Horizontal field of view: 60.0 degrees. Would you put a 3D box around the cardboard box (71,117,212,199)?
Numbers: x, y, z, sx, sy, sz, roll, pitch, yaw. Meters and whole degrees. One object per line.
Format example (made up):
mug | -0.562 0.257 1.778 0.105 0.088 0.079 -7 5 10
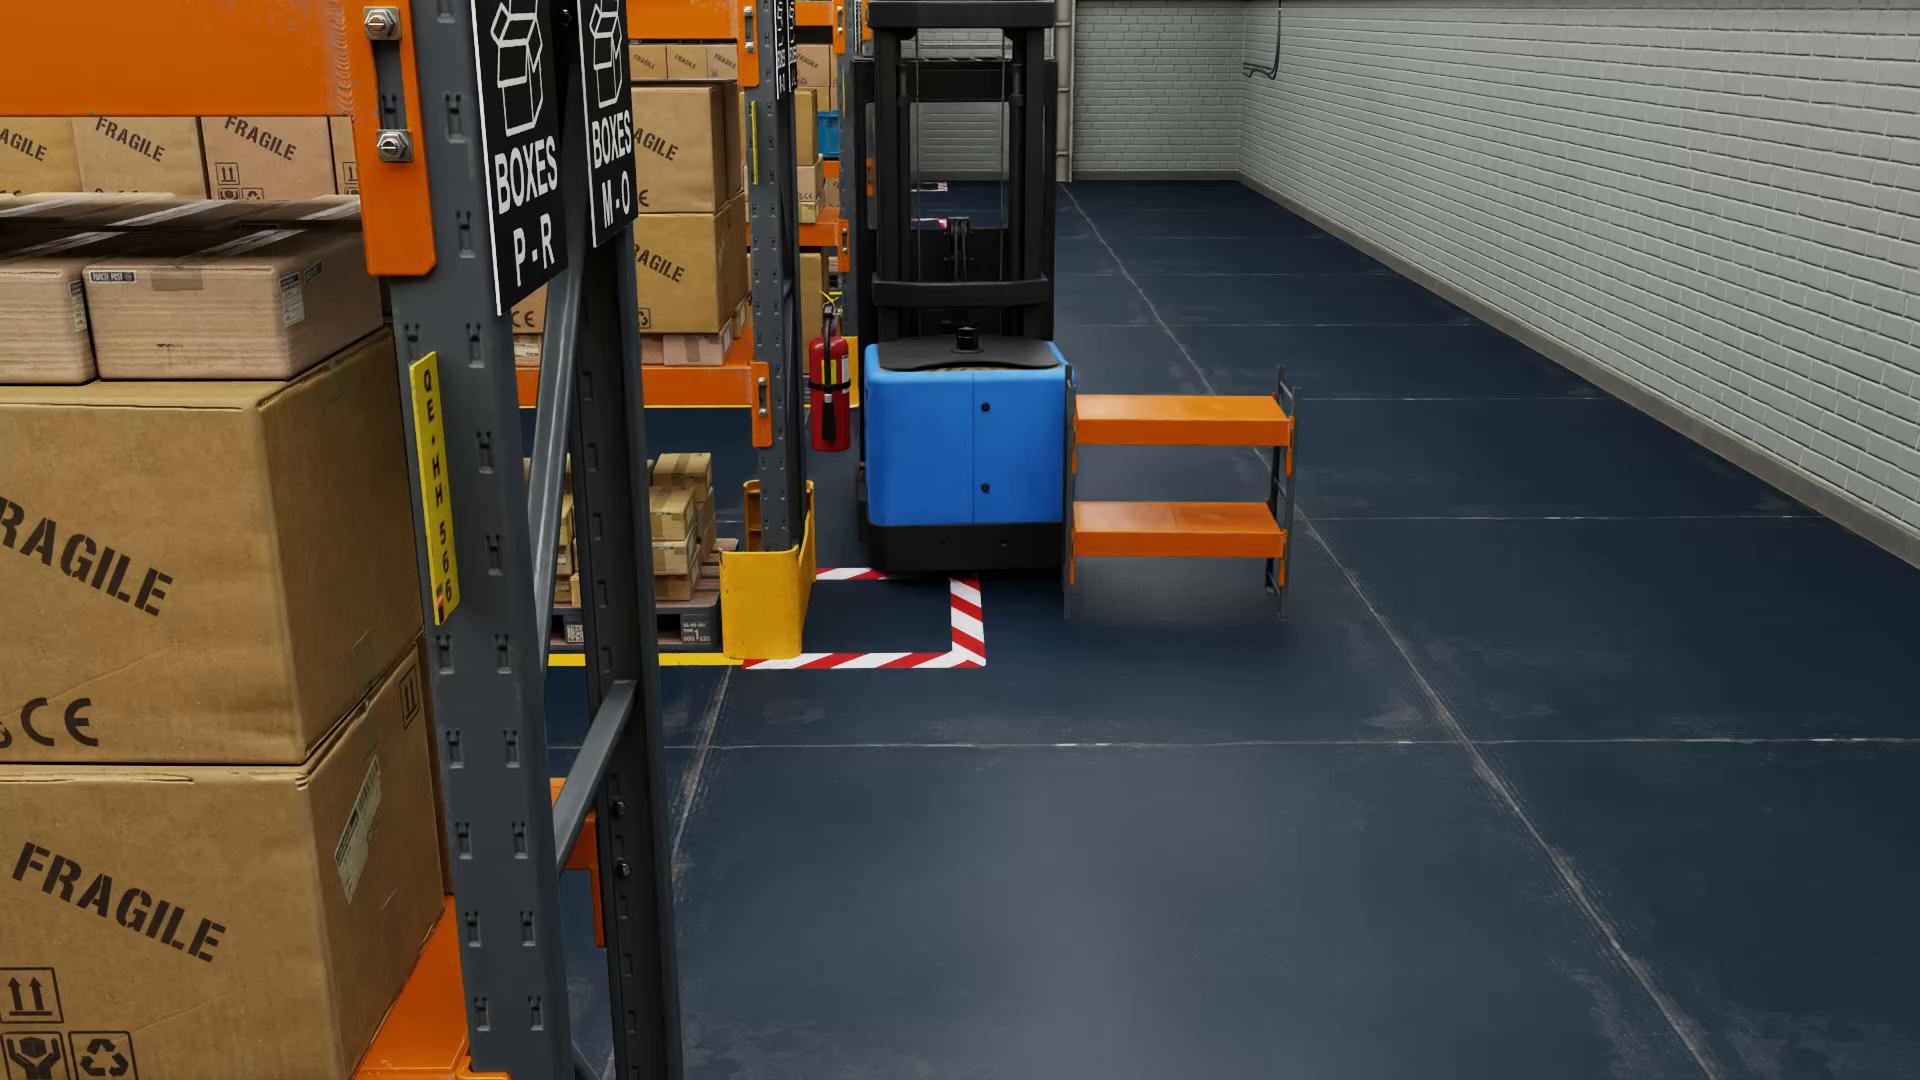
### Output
cardboard box | -3.341 -1.650 6.992 0.500 0.500 0.500 0 18 0

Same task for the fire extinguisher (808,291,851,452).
fire extinguisher | -0.560 -0.722 7.124 0.183 0.674 0.296 0 18 -1

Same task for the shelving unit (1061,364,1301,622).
shelving unit | 1.023 -0.230 7.923 1.048 1.125 0.538 0 18 2

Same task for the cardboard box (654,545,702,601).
cardboard box | -1.342 0.148 7.656 0.250 0.149 0.380 0 18 0

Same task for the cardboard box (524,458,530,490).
cardboard box | -2.123 -0.276 8.004 0.250 0.149 0.380 -1 18 -4

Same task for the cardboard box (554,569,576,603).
cardboard box | -1.863 0.155 7.633 0.250 0.149 0.380 0 18 -1

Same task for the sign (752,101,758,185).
sign | -0.830 -1.608 6.737 0.005 0.325 0.100 0 18 -1

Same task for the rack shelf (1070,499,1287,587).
rack shelf | 1.023 0.003 7.997 1.000 0.278 0.538 0 18 2

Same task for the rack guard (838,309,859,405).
rack guard | -0.772 -1.401 12.597 0.348 0.500 1.175 0 18 -1

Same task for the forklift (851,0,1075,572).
forklift | -0.044 -1.638 9.357 1.130 2.935 3.031 -1 18 -4

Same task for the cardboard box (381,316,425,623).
cardboard box | -1.124 -0.173 2.875 0.500 0.500 0.500 -1 18 -2

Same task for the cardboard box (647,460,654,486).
cardboard box | -1.622 -0.265 7.968 0.250 0.149 0.380 0 18 0

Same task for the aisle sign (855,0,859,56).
aisle sign | -0.720 -3.738 11.533 0.004 0.787 0.394 0 18 -1

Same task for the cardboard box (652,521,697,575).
cardboard box | -1.342 0.030 7.537 0.250 0.149 0.380 -1 18 -2

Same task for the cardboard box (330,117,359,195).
cardboard box | -2.299 -1.655 7.010 0.500 0.500 0.500 1 18 2

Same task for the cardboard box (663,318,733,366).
cardboard box | -1.141 -0.868 7.255 0.250 0.149 0.380 0 18 -1

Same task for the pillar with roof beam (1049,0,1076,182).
pillar with roof beam | 1.723 -8.949 22.212 0.400 9.000 9.100 0 18 -1

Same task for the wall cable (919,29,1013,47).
wall cable | 0.235 -7.909 27.127 1.851 1.984 0.084 0 18 -1

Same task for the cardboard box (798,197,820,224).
cardboard box | -1.147 -2.369 11.934 0.250 0.149 0.380 0 18 0

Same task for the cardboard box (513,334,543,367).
cardboard box | -1.895 -0.864 7.243 0.250 0.149 0.380 0 18 1

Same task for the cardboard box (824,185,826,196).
cardboard box | -1.997 -4.599 22.254 0.500 0.250 0.500 0 18 -1

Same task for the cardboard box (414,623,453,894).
cardboard box | -1.124 0.302 3.030 0.500 0.500 0.500 0 18 -1

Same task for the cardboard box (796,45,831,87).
cardboard box | -1.895 -6.052 21.202 0.500 0.500 0.500 0 18 1

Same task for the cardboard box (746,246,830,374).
cardboard box | -1.435 -1.752 12.389 0.875 0.875 0.875 0 18 -1

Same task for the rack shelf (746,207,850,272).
rack shelf | -2.796 -2.239 12.294 4.000 0.370 1.077 0 18 -1

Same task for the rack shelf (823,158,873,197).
rack shelf | -2.874 -3.752 17.010 4.000 0.370 1.077 0 18 -1

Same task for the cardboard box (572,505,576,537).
cardboard box | -1.596 -0.138 7.573 0.250 0.149 0.380 0 18 0

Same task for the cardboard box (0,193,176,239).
cardboard box | -1.522 -0.491 2.804 0.250 0.149 0.380 0 18 1

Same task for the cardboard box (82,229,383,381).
cardboard box | -0.995 -0.334 2.316 0.250 0.149 0.380 0 18 0

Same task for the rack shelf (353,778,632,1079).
rack shelf | -2.640 0.788 2.859 4.000 0.370 1.077 0 18 -1

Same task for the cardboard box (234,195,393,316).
cardboard box | -0.999 -0.480 2.771 0.250 0.149 0.380 0 18 0

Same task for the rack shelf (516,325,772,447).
rack shelf | -2.819 -0.724 7.571 4.000 0.370 1.077 0 18 -1

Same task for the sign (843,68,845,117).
sign | -0.802 -3.090 11.485 0.005 0.325 0.100 0 18 -1

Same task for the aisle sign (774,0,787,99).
aisle sign | -0.741 -2.222 6.809 0.004 0.787 0.394 0 18 -1

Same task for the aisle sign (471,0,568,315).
aisle sign | -0.563 -0.708 2.088 0.004 0.787 0.394 0 18 -1

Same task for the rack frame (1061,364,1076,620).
rack frame | 0.515 -0.234 7.936 0.032 1.125 0.500 0 18 2

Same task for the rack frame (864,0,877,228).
rack frame | -0.874 -4.104 16.930 0.127 3.000 1.000 0 18 -1

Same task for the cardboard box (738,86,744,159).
cardboard box | -1.780 -3.096 12.320 0.500 0.500 0.500 -1 18 -2

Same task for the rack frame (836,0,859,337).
rack frame | -0.796 -2.591 12.215 0.127 3.000 1.000 0 18 -1

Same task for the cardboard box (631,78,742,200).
cardboard box | -1.272 -1.820 7.523 0.500 0.500 0.500 0 18 -1

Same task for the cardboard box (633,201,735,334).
cardboard box | -1.264 -1.184 7.178 0.500 0.500 0.500 0 18 0

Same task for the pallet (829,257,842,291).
pallet | -1.700 -2.784 17.381 1.213 0.211 1.003 0 18 -1

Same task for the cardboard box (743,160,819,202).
cardboard box | -1.277 -2.578 11.932 0.500 0.250 0.500 -1 18 -2

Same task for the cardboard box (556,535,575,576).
cardboard box | -1.862 0.033 7.528 0.250 0.149 0.380 -1 18 -3

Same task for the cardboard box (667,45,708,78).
cardboard box | -3.443 -6.043 21.173 0.500 0.500 0.500 -1 18 -2

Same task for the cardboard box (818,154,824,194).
cardboard box | -1.280 -2.742 12.442 0.500 0.250 0.500 -1 18 -2

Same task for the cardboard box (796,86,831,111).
cardboard box | -1.911 -5.576 21.354 0.500 0.500 0.500 0 18 0
